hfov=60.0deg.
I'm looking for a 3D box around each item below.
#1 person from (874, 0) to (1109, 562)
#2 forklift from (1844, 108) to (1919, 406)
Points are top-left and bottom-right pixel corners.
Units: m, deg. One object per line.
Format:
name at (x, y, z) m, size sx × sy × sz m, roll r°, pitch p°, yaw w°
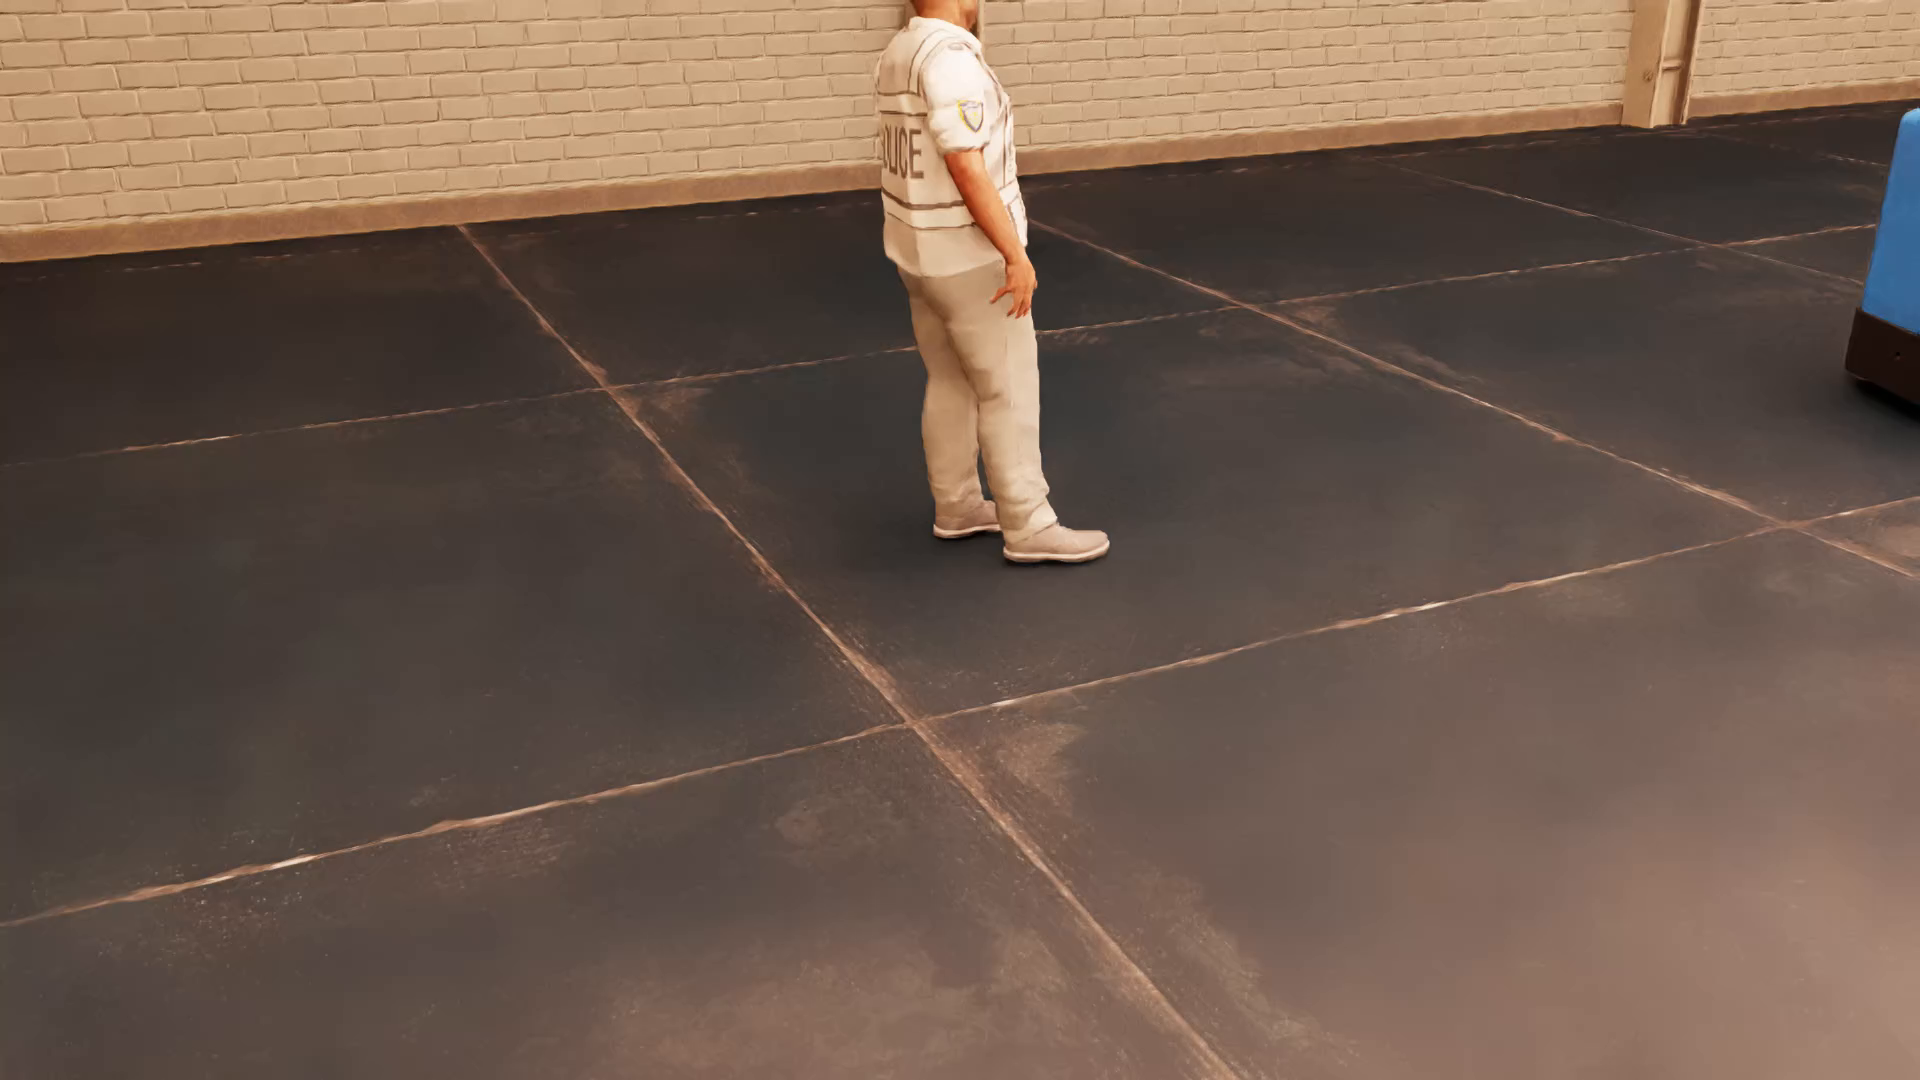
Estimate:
person at (0.076, -0.839, 4.782) m, size 0.574 × 1.781 × 0.640 m, roll -10°, pitch 25°, yaw -23°
forklift at (5.025, -1.842, 5.720) m, size 3.031 × 2.935 × 1.130 m, roll -2°, pitch 23°, yaw -5°
